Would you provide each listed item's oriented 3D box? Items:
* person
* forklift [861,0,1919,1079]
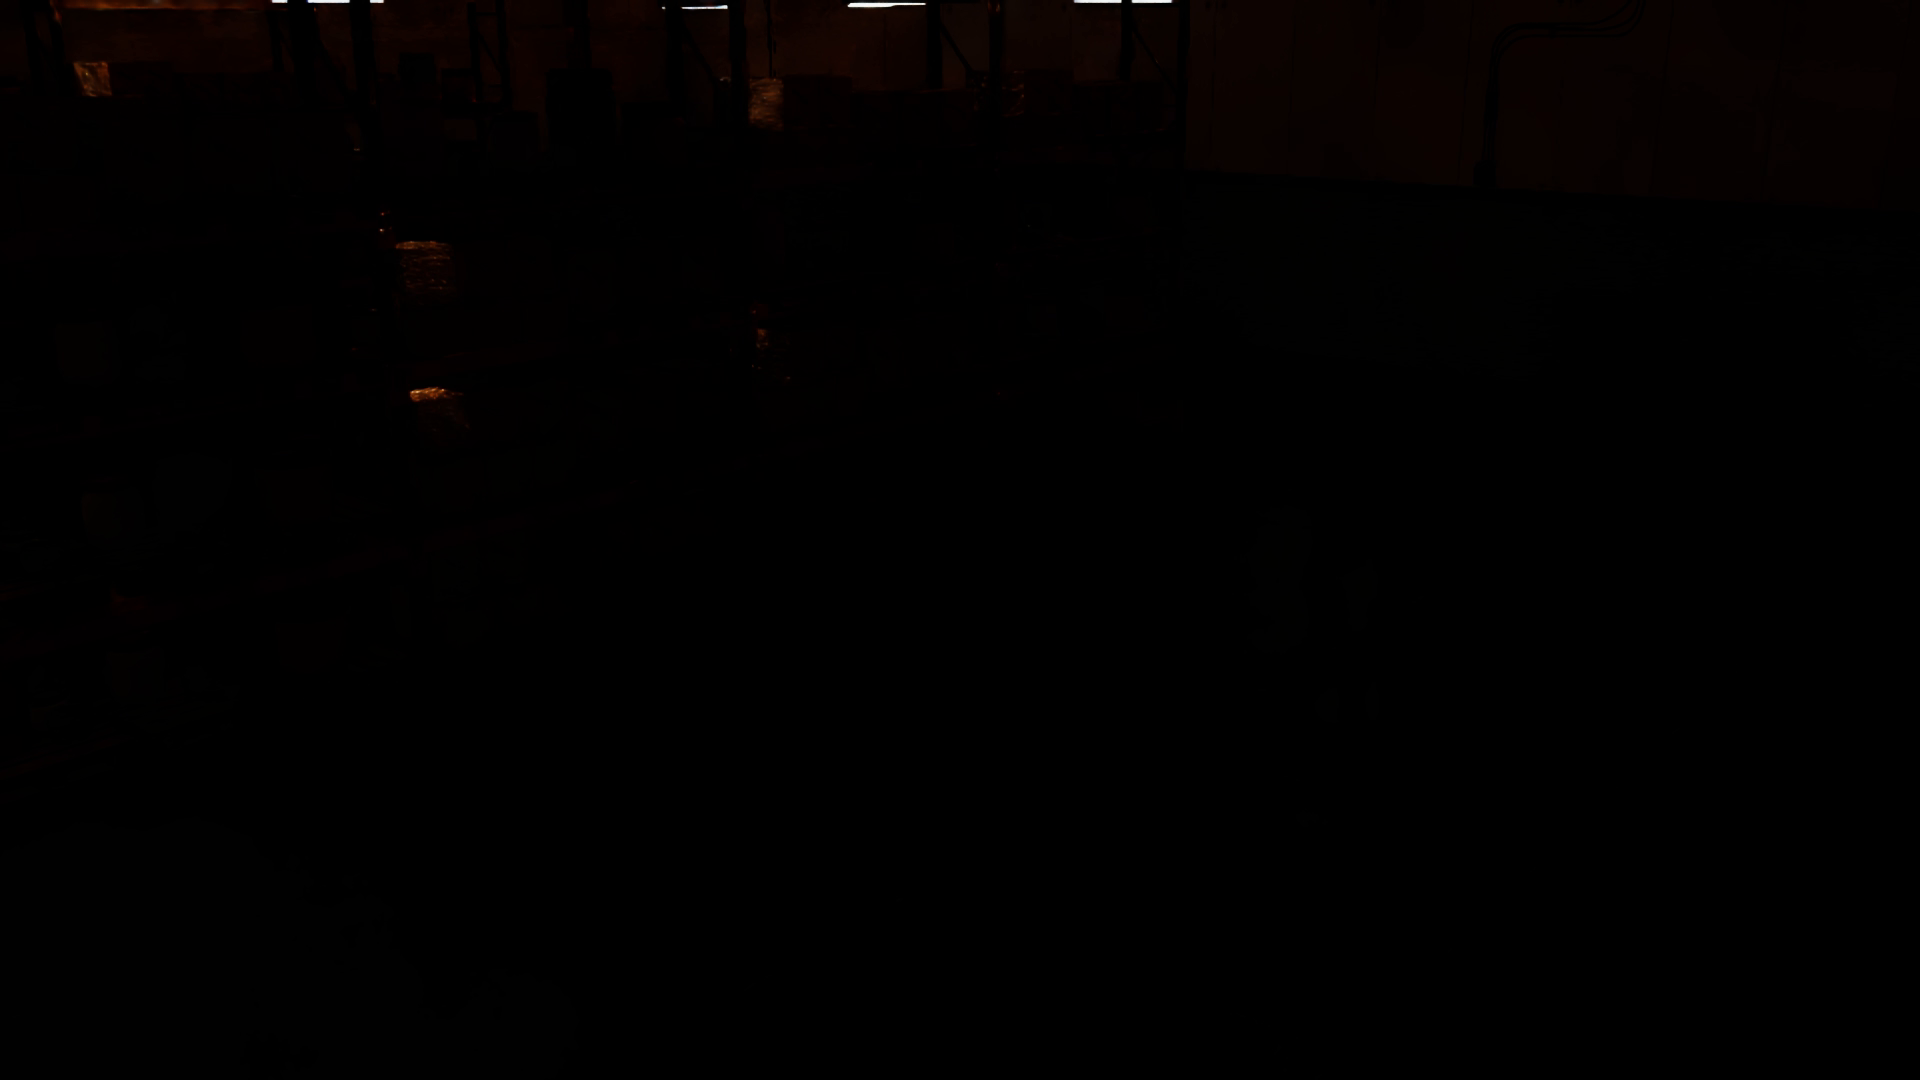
[{"bbox_3d":[-0.019,-0.837,3.652,0.617,1.773,0.450,13,21,36],"label":"person"},{"bbox_3d":[0.680,-0.494,0.523,1.130,2.935,3.031,-3,17,-11],"label":"forklift"}]
